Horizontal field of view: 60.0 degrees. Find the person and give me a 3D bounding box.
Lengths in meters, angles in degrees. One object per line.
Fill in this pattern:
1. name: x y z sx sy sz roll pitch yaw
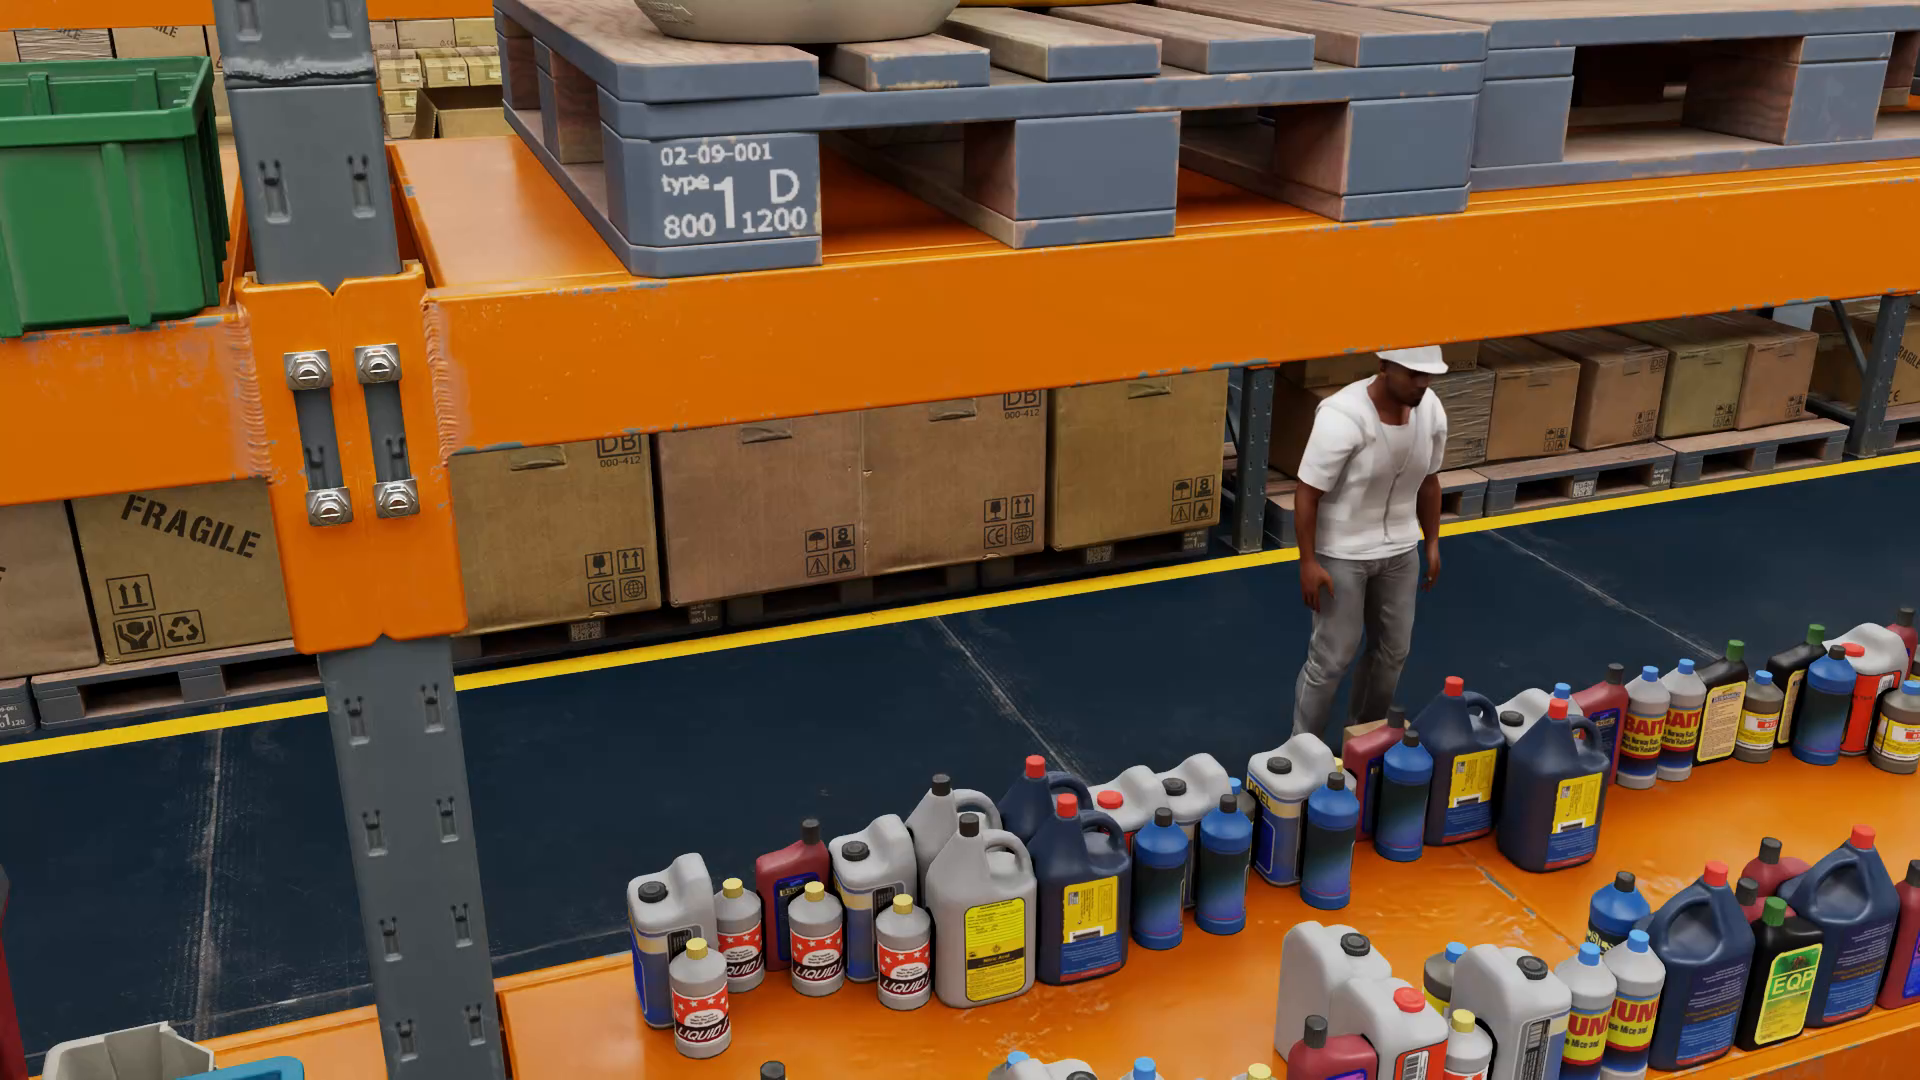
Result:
1. person: 1.470 0.049 5.951 0.618 1.760 0.460 -9 24 -21
